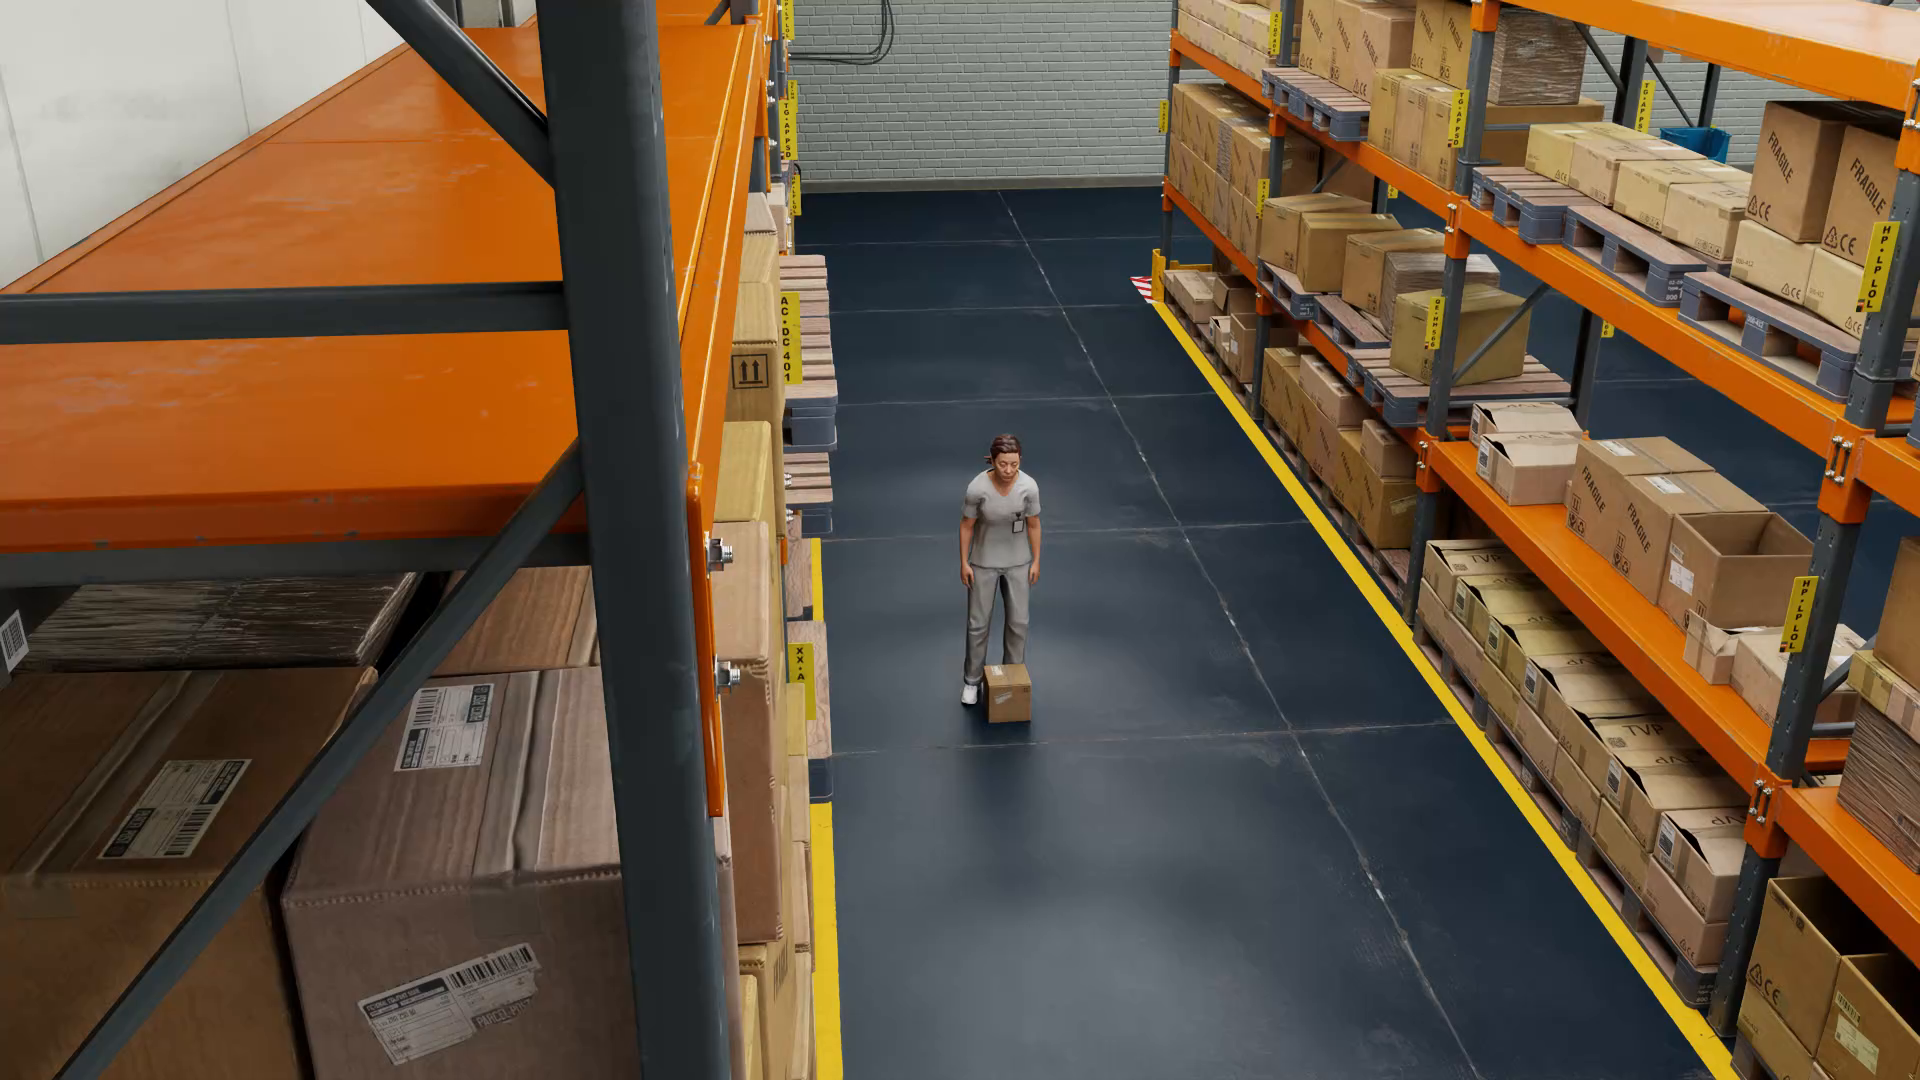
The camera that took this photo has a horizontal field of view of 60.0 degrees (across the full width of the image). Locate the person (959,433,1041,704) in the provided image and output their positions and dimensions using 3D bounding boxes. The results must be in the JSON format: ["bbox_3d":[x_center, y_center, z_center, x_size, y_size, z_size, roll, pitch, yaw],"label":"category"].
[{"bbox_3d":[0.240,0.164,9.731,0.485,1.672,0.412,-3,24,-6],"label":"person"}]
